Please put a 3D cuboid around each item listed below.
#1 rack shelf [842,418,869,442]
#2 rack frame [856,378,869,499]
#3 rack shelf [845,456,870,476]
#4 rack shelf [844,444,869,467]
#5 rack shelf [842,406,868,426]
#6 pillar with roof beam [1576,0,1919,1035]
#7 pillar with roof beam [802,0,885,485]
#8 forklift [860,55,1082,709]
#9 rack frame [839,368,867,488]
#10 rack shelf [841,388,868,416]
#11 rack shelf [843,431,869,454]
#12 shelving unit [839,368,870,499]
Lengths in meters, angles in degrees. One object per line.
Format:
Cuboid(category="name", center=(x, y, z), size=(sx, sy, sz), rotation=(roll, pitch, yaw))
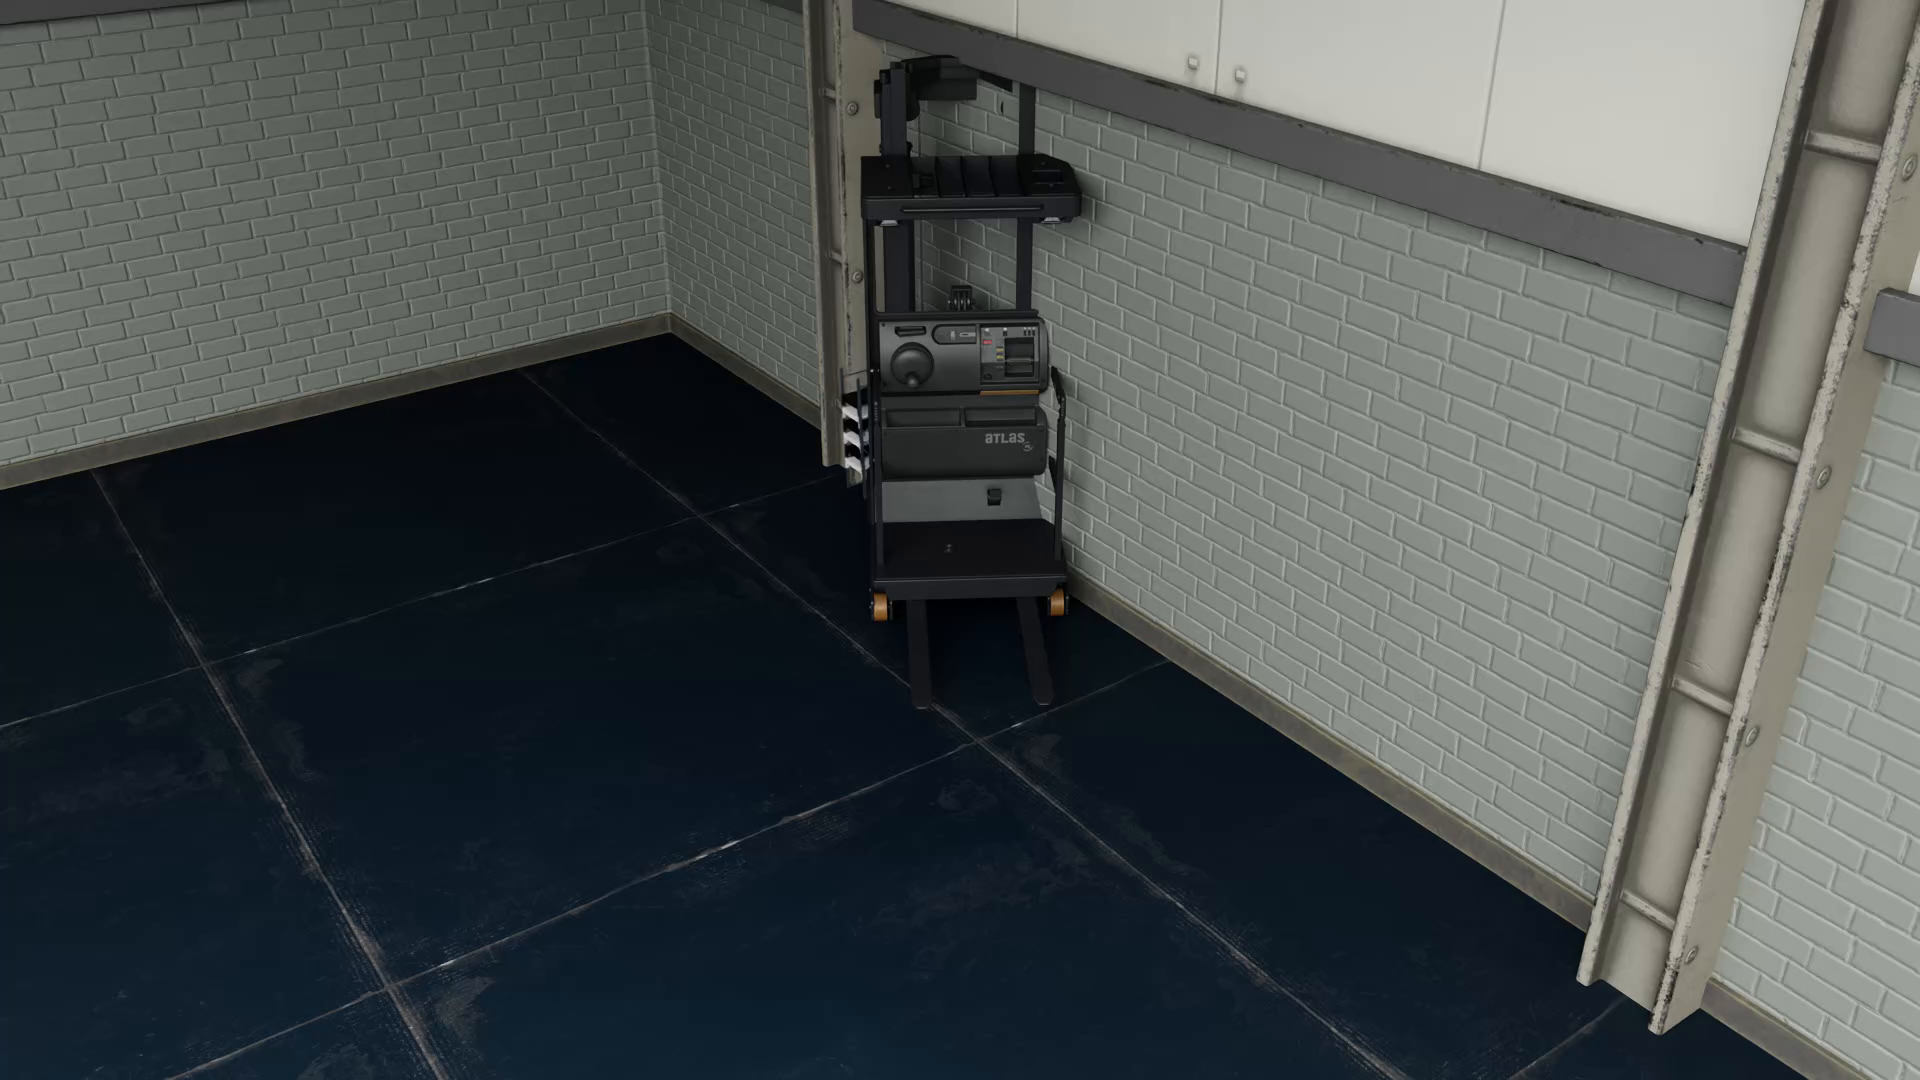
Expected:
Cuboid(category="rack shelf", center=(-0.591, -0.732, 10.644), size=(0.258, 0.077, 0.200), rotation=(-20, 34, -29))
Cuboid(category="rack frame", center=(-0.532, -0.643, 10.599), size=(0.240, 0.900, 0.006), rotation=(-20, 34, -29))
Cuboid(category="rack shelf", center=(-0.585, -0.496, 10.777), size=(0.258, 0.077, 0.200), rotation=(-20, 34, -29))
Cuboid(category="rack shelf", center=(-0.587, -0.575, 10.733), size=(0.258, 0.077, 0.200), rotation=(-20, 34, -29))
Cuboid(category="rack shelf", center=(-0.594, -0.810, 10.600), size=(0.258, 0.077, 0.200), rotation=(-20, 34, -29))
Cuboid(category="pillar with roof beam", center=(-0.714, -0.909, 2.494), size=(9.100, 9.000, 0.400), rotation=(-19, 34, -31))
Cuboid(category="pillar with roof beam", center=(-4.195, -3.241, 6.789), size=(9.100, 9.000, 0.400), rotation=(-19, 34, -31))
Cuboid(category="forklift", center=(0.035, -0.988, 8.998), size=(1.130, 2.935, 3.031), rotation=(-2, 29, -3))
Cuboid(category="rack frame", center=(-0.648, -0.722, 10.746), size=(0.240, 0.900, 0.006), rotation=(-20, 34, -29))
Cuboid(category="rack shelf", center=(-0.596, -0.889, 10.556), size=(0.258, 0.077, 0.200), rotation=(-20, 34, -29))
Cuboid(category="rack shelf", center=(-0.589, -0.653, 10.688), size=(0.258, 0.077, 0.200), rotation=(-20, 34, -29))
Cuboid(category="shelving unit", center=(-0.590, -0.682, 10.672), size=(0.258, 0.900, 0.210), rotation=(-20, 34, -29))
